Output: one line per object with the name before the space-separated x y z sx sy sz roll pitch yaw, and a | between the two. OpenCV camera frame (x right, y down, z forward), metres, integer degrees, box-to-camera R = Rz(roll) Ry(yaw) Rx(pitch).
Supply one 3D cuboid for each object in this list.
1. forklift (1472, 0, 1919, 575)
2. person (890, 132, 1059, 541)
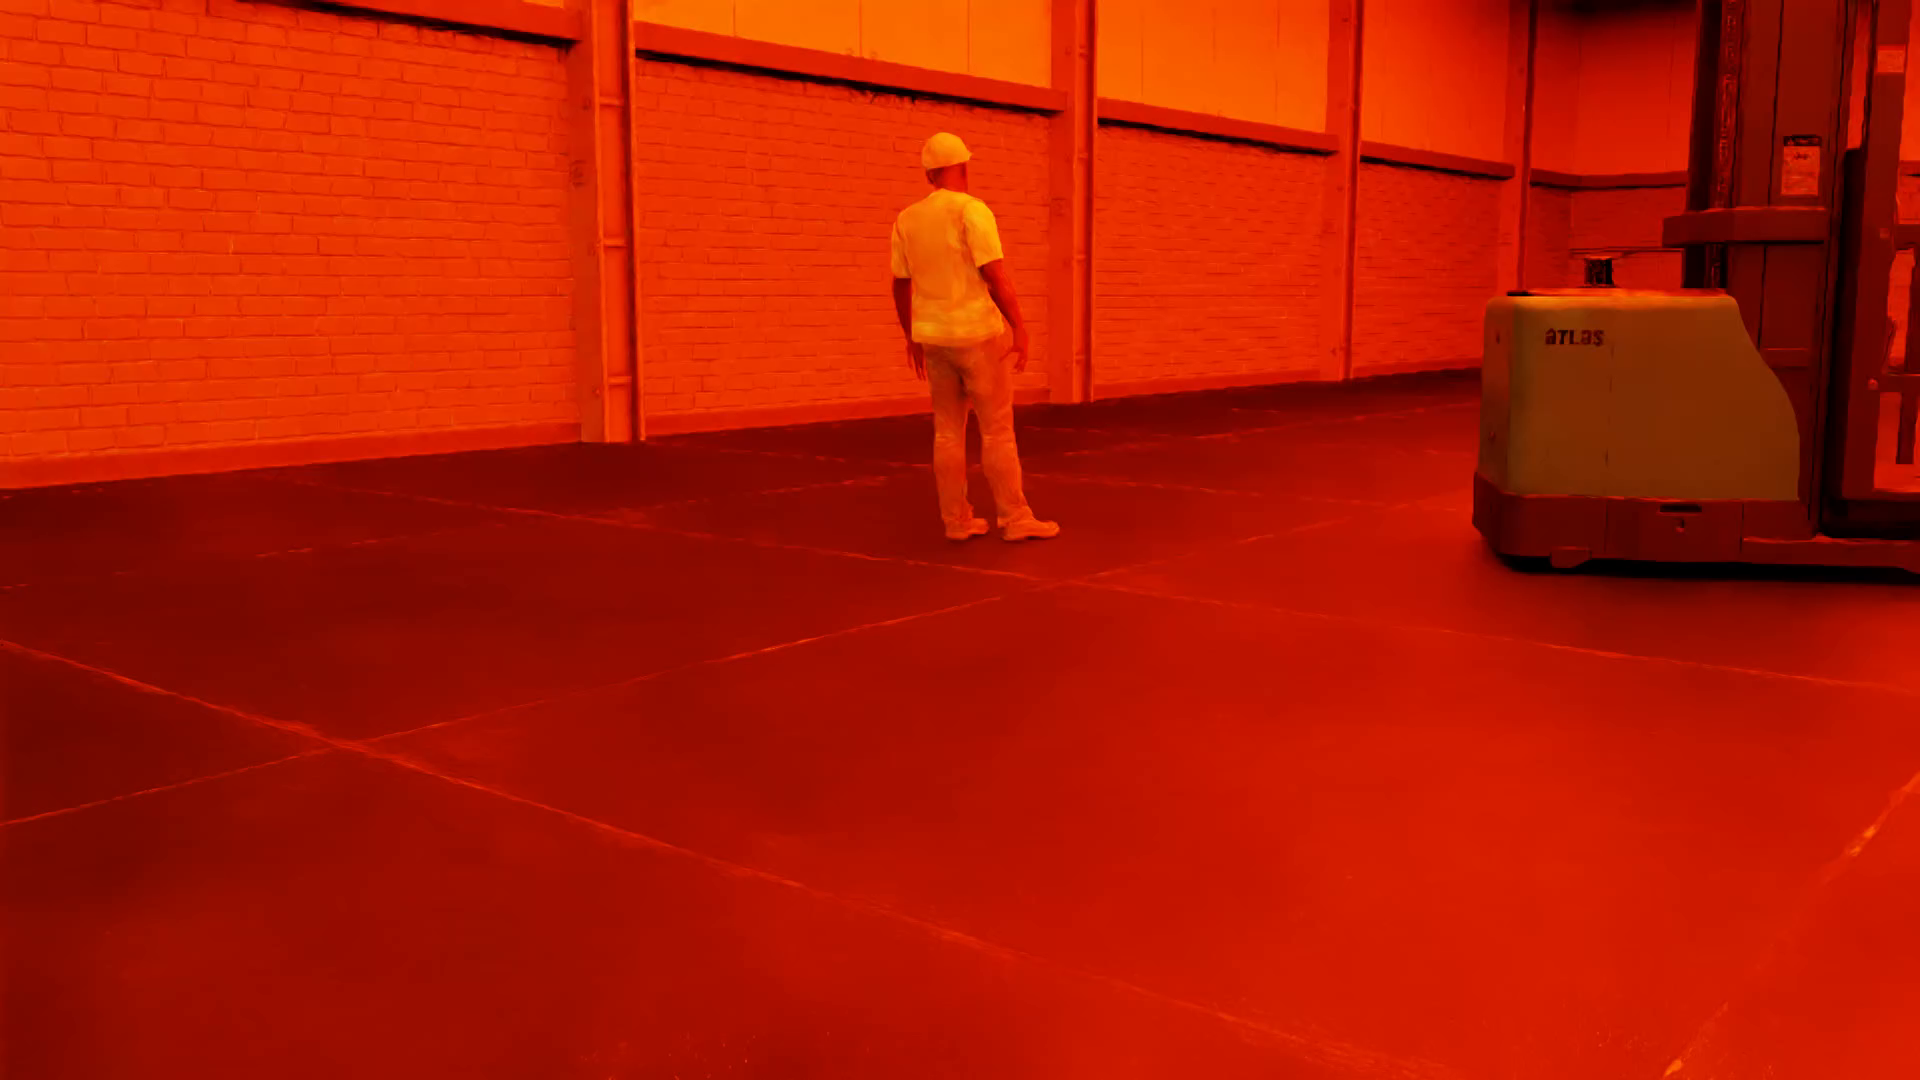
forklift | 3.698 -1.353 6.530 3.031 2.935 1.130 2 8 10
person | 0.048 -0.888 7.326 0.665 1.766 0.576 7 11 38
